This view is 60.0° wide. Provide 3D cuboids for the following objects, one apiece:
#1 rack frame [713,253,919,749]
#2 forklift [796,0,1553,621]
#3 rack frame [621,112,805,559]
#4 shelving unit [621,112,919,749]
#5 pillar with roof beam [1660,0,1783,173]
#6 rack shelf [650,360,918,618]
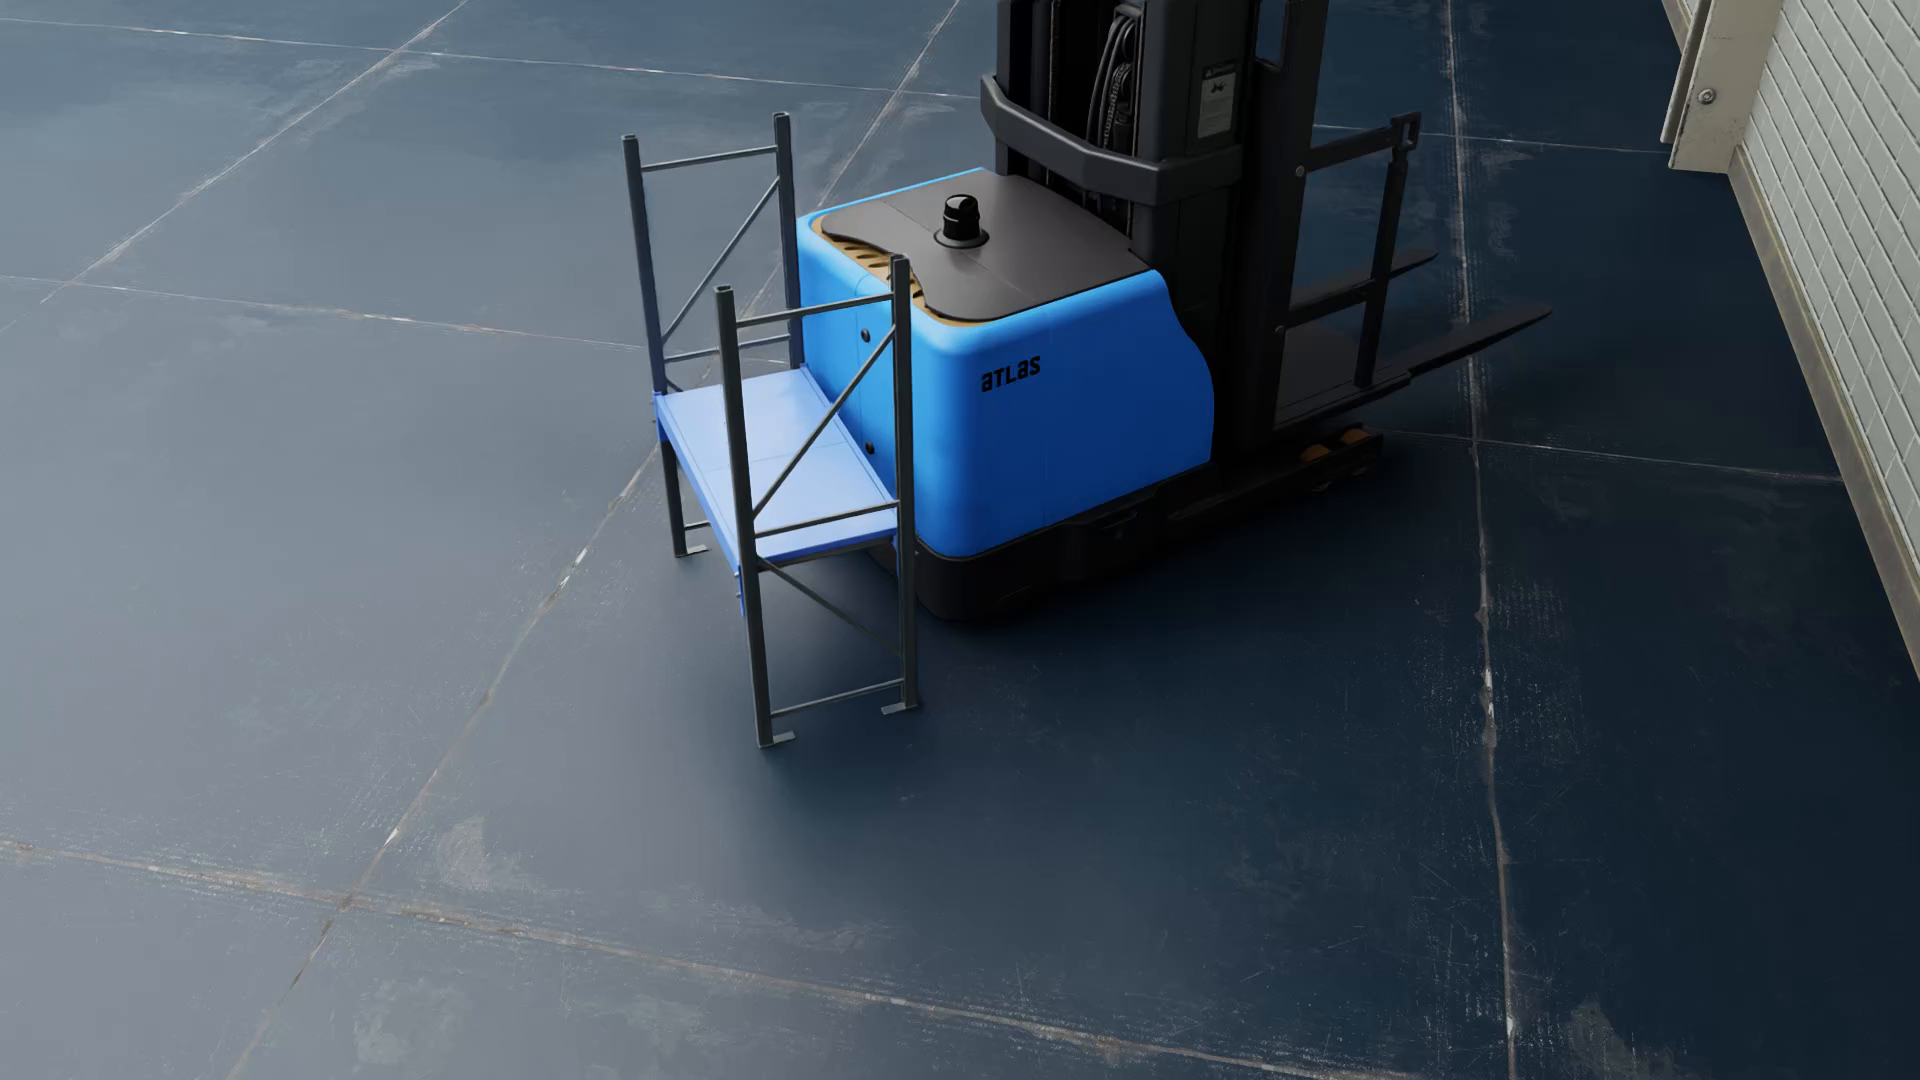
[{"bbox_3d":[-0.364,-0.054,4.546,0.500,1.500,0.032,-13,38,-18],"label":"rack frame"},{"bbox_3d":[0.931,-1.598,5.457,3.031,2.935,1.130,-22,41,-27],"label":"forklift"},{"bbox_3d":[-0.744,-0.607,5.310,0.500,1.500,0.032,-13,38,-18],"label":"rack frame"},{"bbox_3d":[-0.554,-0.330,4.928,0.538,1.500,1.048,-13,38,-18],"label":"shelving unit"},{"bbox_3d":[-0.466,-6.134,6.545,9.100,9.000,0.400,7,37,10],"label":"pillar with roof beam"},{"bbox_3d":[-0.554,-0.185,5.033,0.538,0.185,1.000,-13,38,-18],"label":"rack shelf"}]
